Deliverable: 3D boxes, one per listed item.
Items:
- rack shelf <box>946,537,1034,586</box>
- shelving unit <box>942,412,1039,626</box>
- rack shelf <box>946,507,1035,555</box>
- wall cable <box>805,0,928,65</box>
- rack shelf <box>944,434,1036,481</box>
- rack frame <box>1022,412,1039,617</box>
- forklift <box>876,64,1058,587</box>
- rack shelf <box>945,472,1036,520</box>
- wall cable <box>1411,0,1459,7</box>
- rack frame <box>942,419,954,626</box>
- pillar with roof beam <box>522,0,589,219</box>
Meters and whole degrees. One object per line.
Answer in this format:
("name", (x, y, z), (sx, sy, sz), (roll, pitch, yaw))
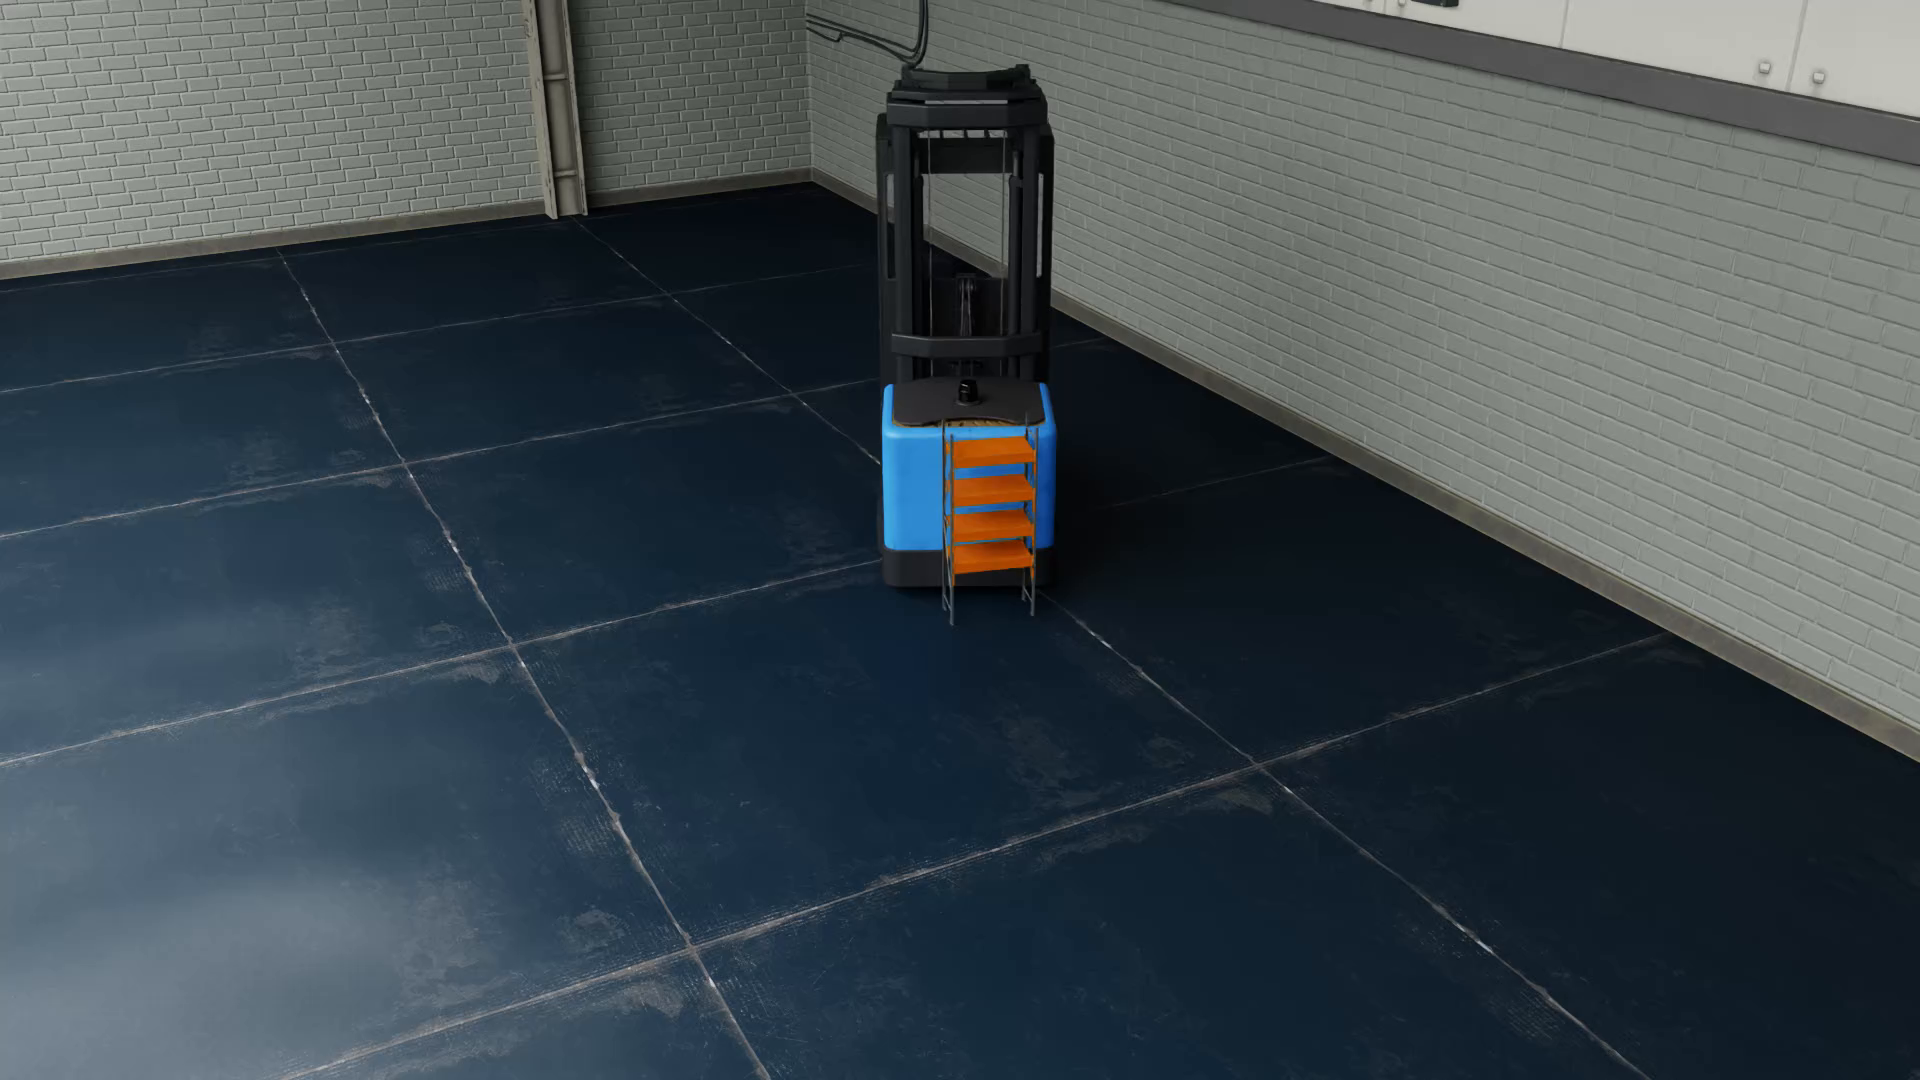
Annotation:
("rack shelf", (0.169, 0.124, 9.719), (0.480, 0.148, 0.258), (-5, 26, -11))
("shelving unit", (0.169, -0.115, 9.604), (0.503, 1.200, 0.258), (-5, 26, -11))
("rack shelf", (0.169, -0.055, 9.633), (0.480, 0.148, 0.258), (-5, 26, -11))
("wall cable", (-1.077, -6.320, 17.104), (0.112, 2.526, 3.097), (-13, 29, -25))
("rack shelf", (0.169, -0.470, 9.434), (0.480, 0.148, 0.258), (-5, 26, -11))
("rack frame", (0.407, -0.138, 9.651), (0.015, 1.200, 0.240), (-5, 26, -11))
("forklift", (0.024, -1.633, 10.765), (1.130, 2.935, 3.031), (-1, 26, -1))
("rack shelf", (0.169, -0.256, 9.536), (0.480, 0.148, 0.258), (-5, 26, -11))
("wall cable", (3.376, -5.624, 8.137), (0.169, 6.003, 2.305), (-13, 29, -25))
("rack frame", (-0.070, -0.093, 9.557), (0.015, 1.200, 0.240), (-5, 26, -11))
("pillar with roof beam", (-2.273, -5.980, 12.809), (0.400, 9.000, 9.100), (-13, 29, -25))
